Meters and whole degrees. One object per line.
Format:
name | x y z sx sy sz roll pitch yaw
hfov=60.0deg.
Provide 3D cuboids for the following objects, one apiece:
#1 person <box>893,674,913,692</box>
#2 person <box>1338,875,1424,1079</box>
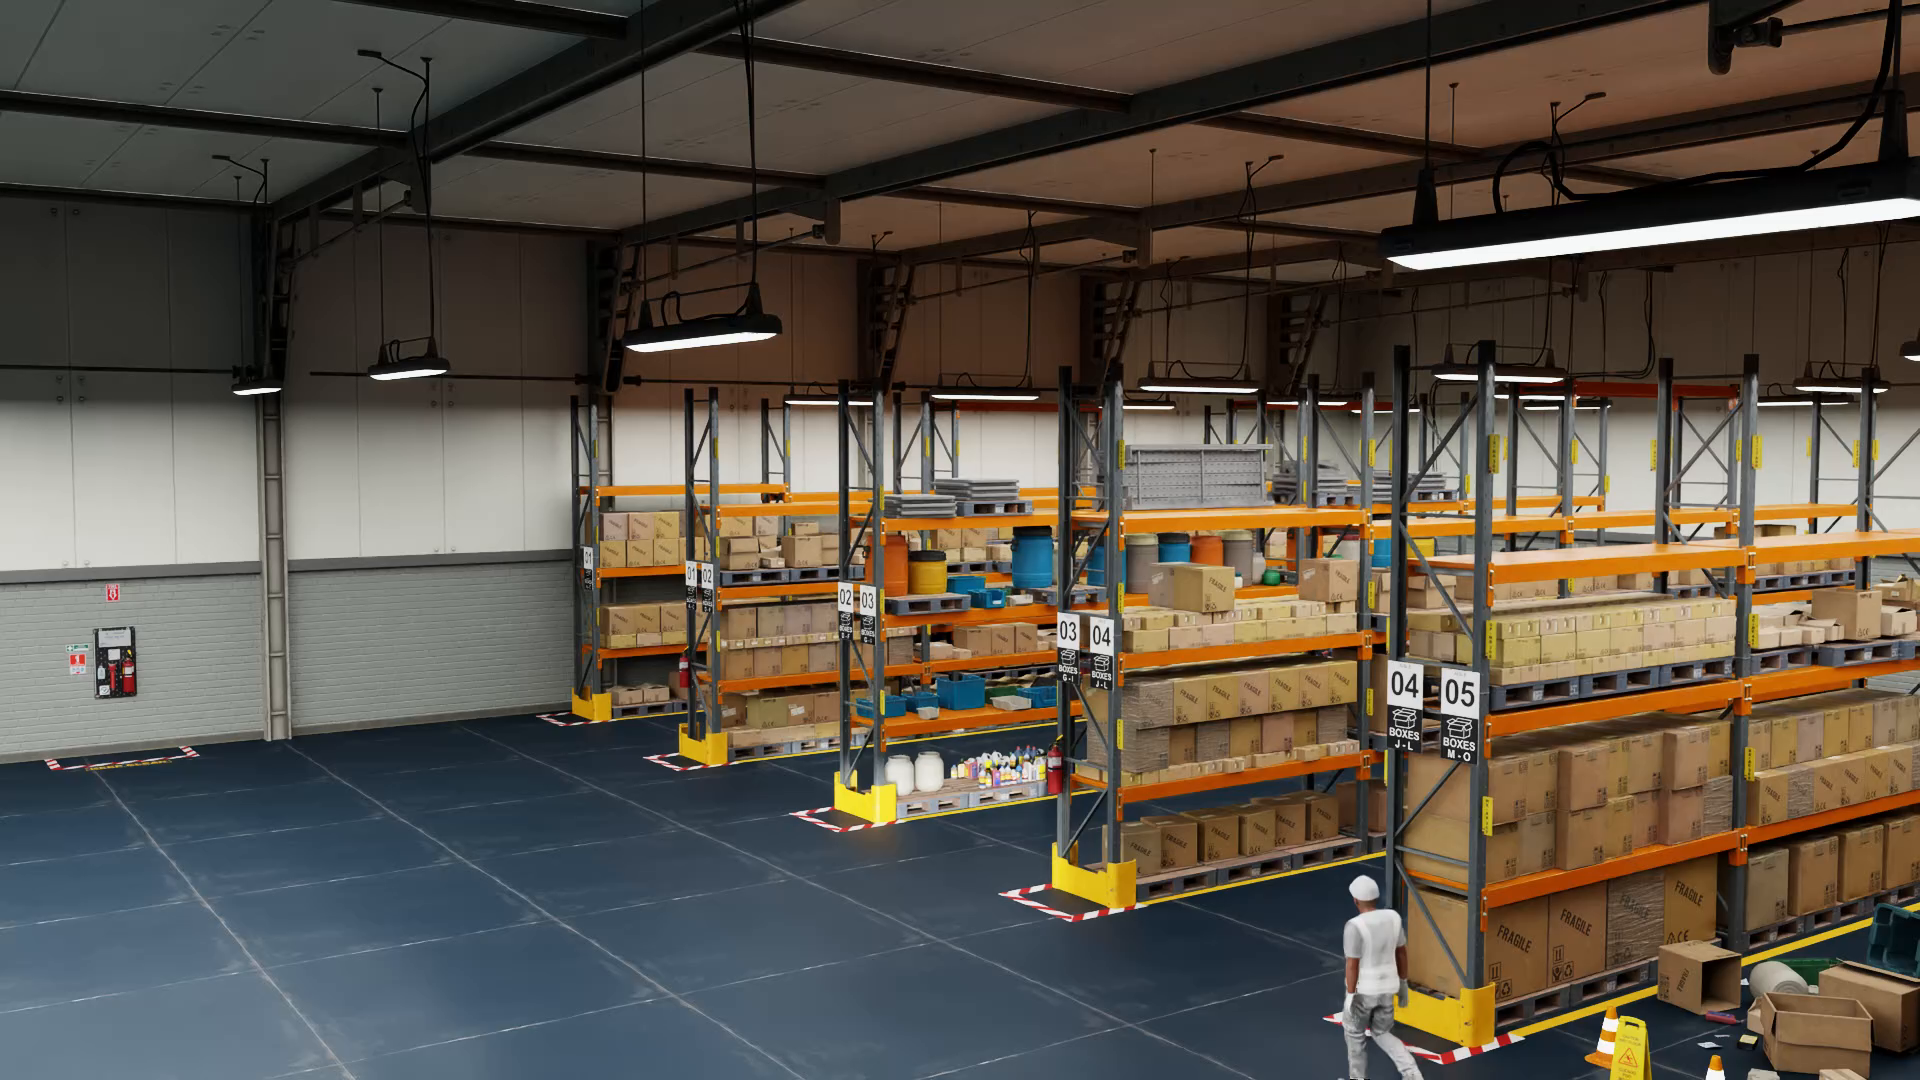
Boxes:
person | -1.196 2.360 32.249 0.478 1.712 0.566 -1 4 -23
person | 3.246 3.498 12.882 0.565 1.770 0.761 -2 4 -28
